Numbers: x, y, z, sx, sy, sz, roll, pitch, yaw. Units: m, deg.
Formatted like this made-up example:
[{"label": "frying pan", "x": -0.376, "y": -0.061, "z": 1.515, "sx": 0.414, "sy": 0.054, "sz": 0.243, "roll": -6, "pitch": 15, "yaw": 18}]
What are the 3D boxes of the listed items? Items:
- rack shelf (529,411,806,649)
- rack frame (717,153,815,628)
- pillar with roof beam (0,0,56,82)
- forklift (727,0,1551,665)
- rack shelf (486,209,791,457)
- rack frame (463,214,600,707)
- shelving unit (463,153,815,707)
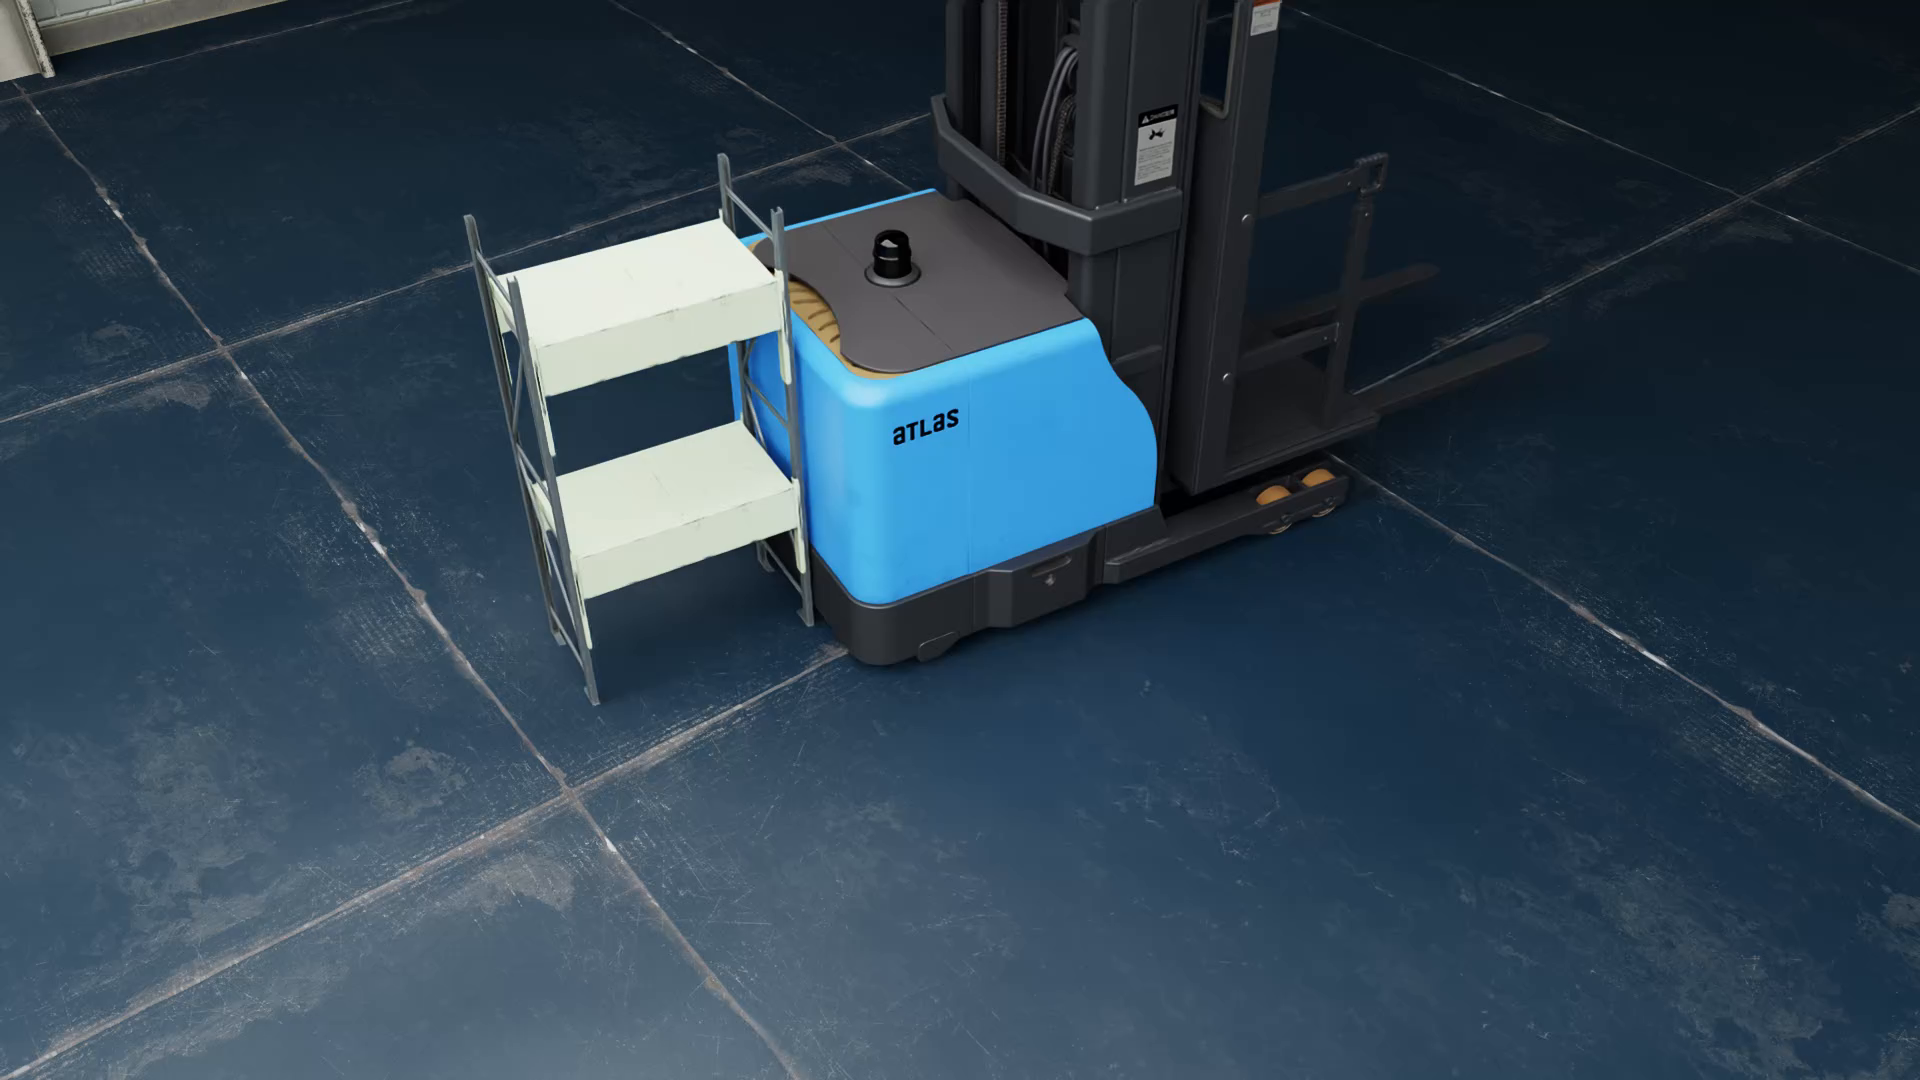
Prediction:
[{"label": "rack shelf", "x": -0.900, "y": -0.041, "z": 5.132, "sx": 0.720, "sy": 0.370, "sz": 0.431, "roll": -20, "pitch": 43, "yaw": -22}, {"label": "rack frame", "x": -0.582, "y": -0.408, "z": 5.065, "sx": 0.023, "sy": 1.500, "sz": 0.400, "roll": -20, "pitch": 43, "yaw": -22}, {"label": "pillar with roof beam", "x": -2.366, "y": -3.752, "z": 3.229, "sx": 0.400, "sy": 9.000, "sz": 9.100, "roll": -26, "pitch": 46, "yaw": -28}, {"label": "forklift", "x": 0.769, "y": -1.427, "z": 5.178, "sx": 3.031, "sy": 2.935, "sz": 1.130, "roll": -20, "pitch": 43, "yaw": -22}, {"label": "rack shelf", "x": -0.900, "y": -0.595, "z": 4.677, "sx": 0.720, "sy": 0.370, "sz": 0.431, "roll": -20, "pitch": 43, "yaw": -22}, {"label": "rack frame", "x": -1.218, "y": -0.178, "z": 4.785, "sx": 0.023, "sy": 1.500, "sz": 0.400, "roll": -20, "pitch": 43, "yaw": -22}, {"label": "shelving unit", "x": -0.900, "y": -0.293, "z": 4.925, "sx": 0.755, "sy": 1.500, "sz": 0.431, "roll": -20, "pitch": 43, "yaw": -22}]
